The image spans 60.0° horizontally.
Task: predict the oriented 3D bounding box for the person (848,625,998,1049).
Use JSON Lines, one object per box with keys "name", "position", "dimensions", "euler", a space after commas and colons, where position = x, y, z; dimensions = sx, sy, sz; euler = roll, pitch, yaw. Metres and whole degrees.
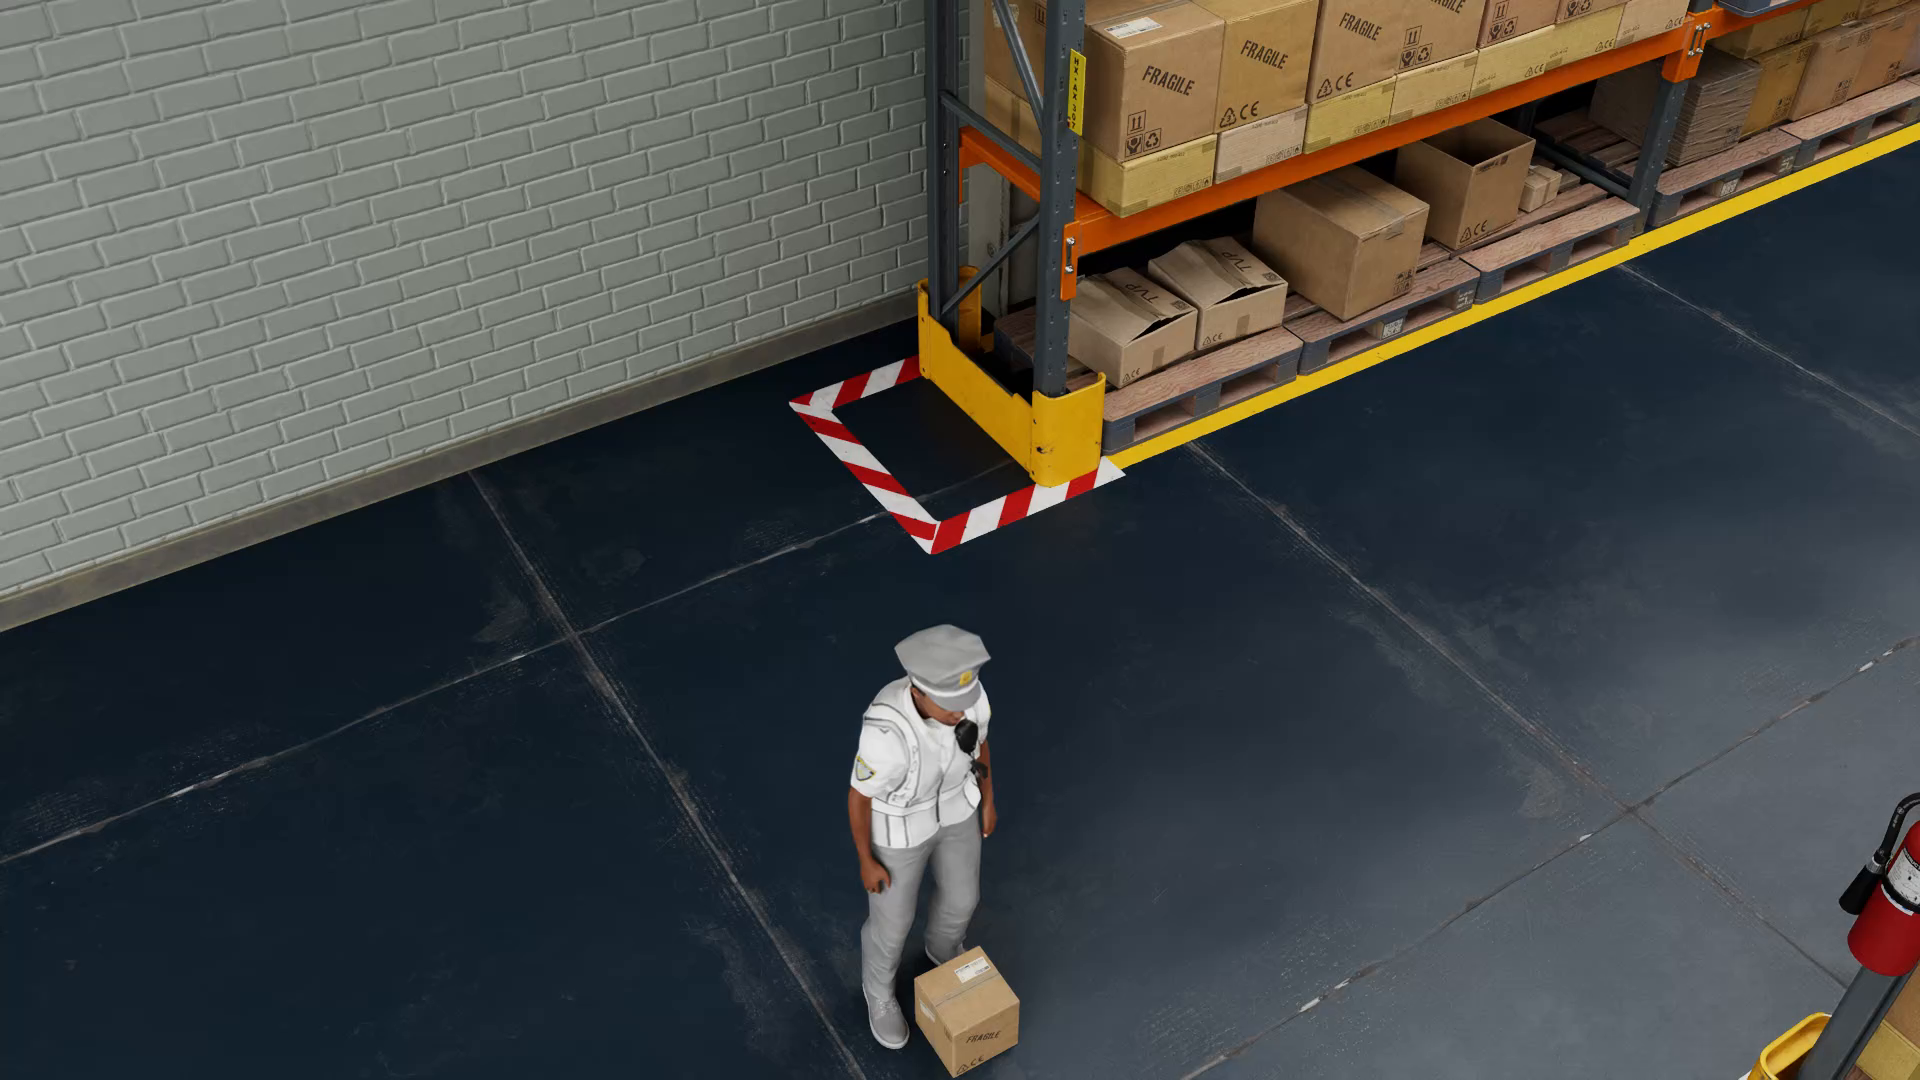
{"name": "person", "position": [-0.111, 0.892, 5.134], "dimensions": [0.518, 1.658, 0.400], "euler": [-23, 46, -25]}
